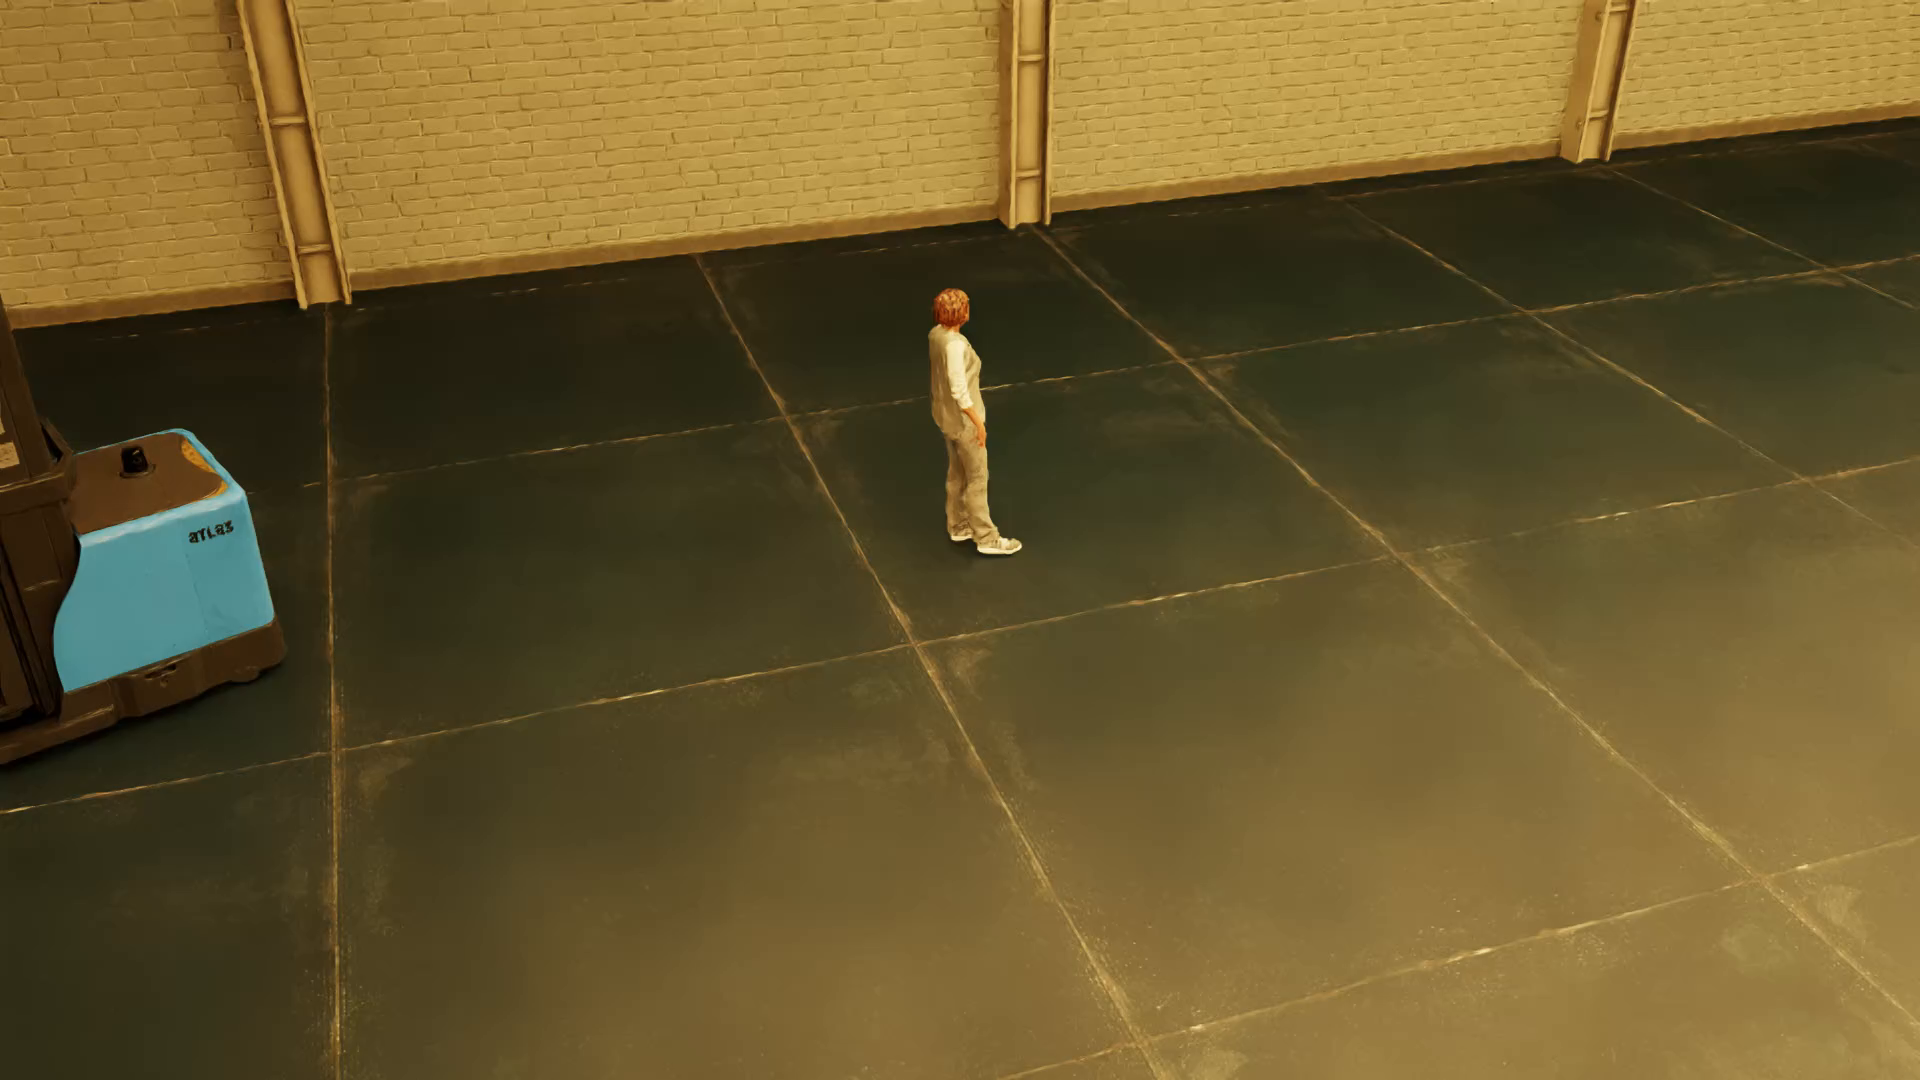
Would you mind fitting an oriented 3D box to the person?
[{"bbox_3d":[0.075,-0.701,9.635,0.474,1.591,0.521,-10,31,-16],"label":"person"}]

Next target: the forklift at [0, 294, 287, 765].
[{"bbox_3d":[-5.038,-0.315,7.634,3.031,2.935,1.130,-22,36,-33],"label":"forklift"}]
